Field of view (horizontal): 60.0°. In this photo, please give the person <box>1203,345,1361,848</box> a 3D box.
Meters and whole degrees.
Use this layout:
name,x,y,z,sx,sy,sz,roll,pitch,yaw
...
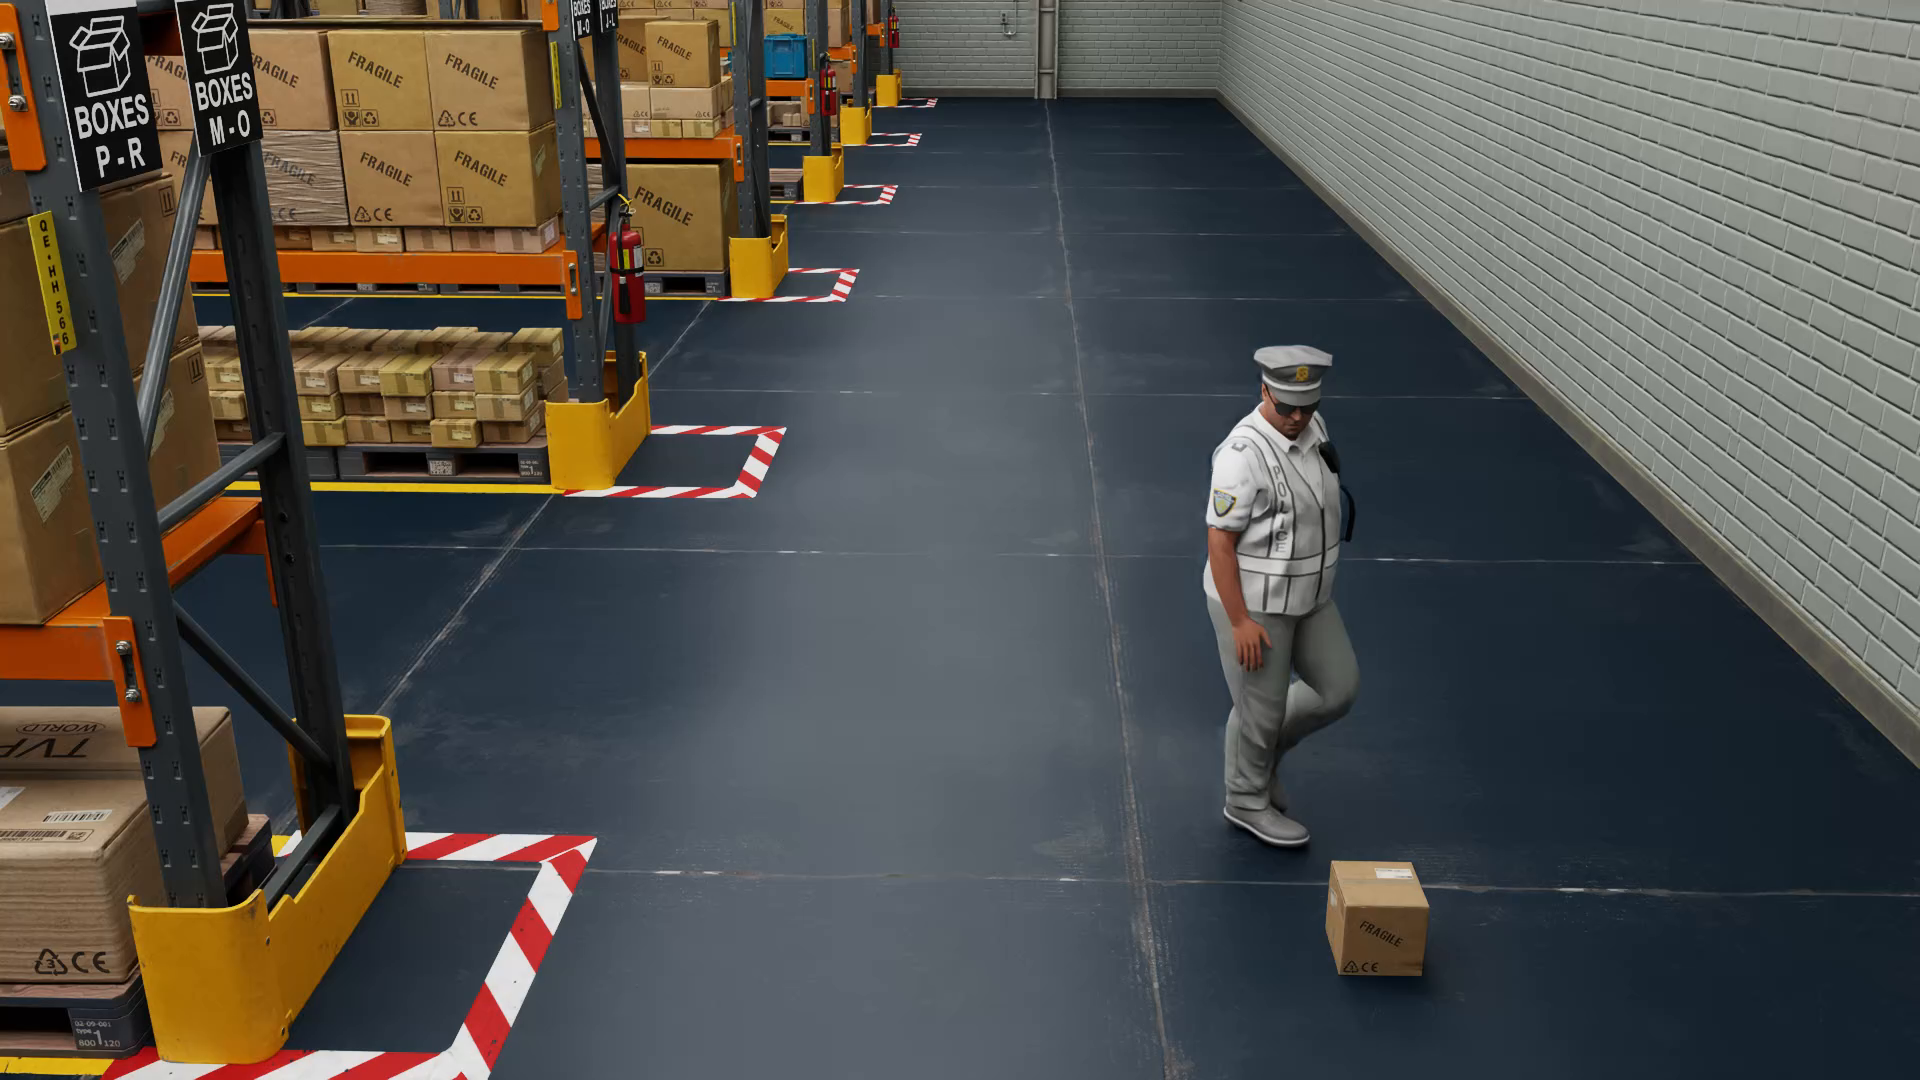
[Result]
name,x,y,z,sx,sy,sz,roll,pitch,yaw
person,1.049,0.215,5.509,0.464,1.744,0.599,19,28,41
